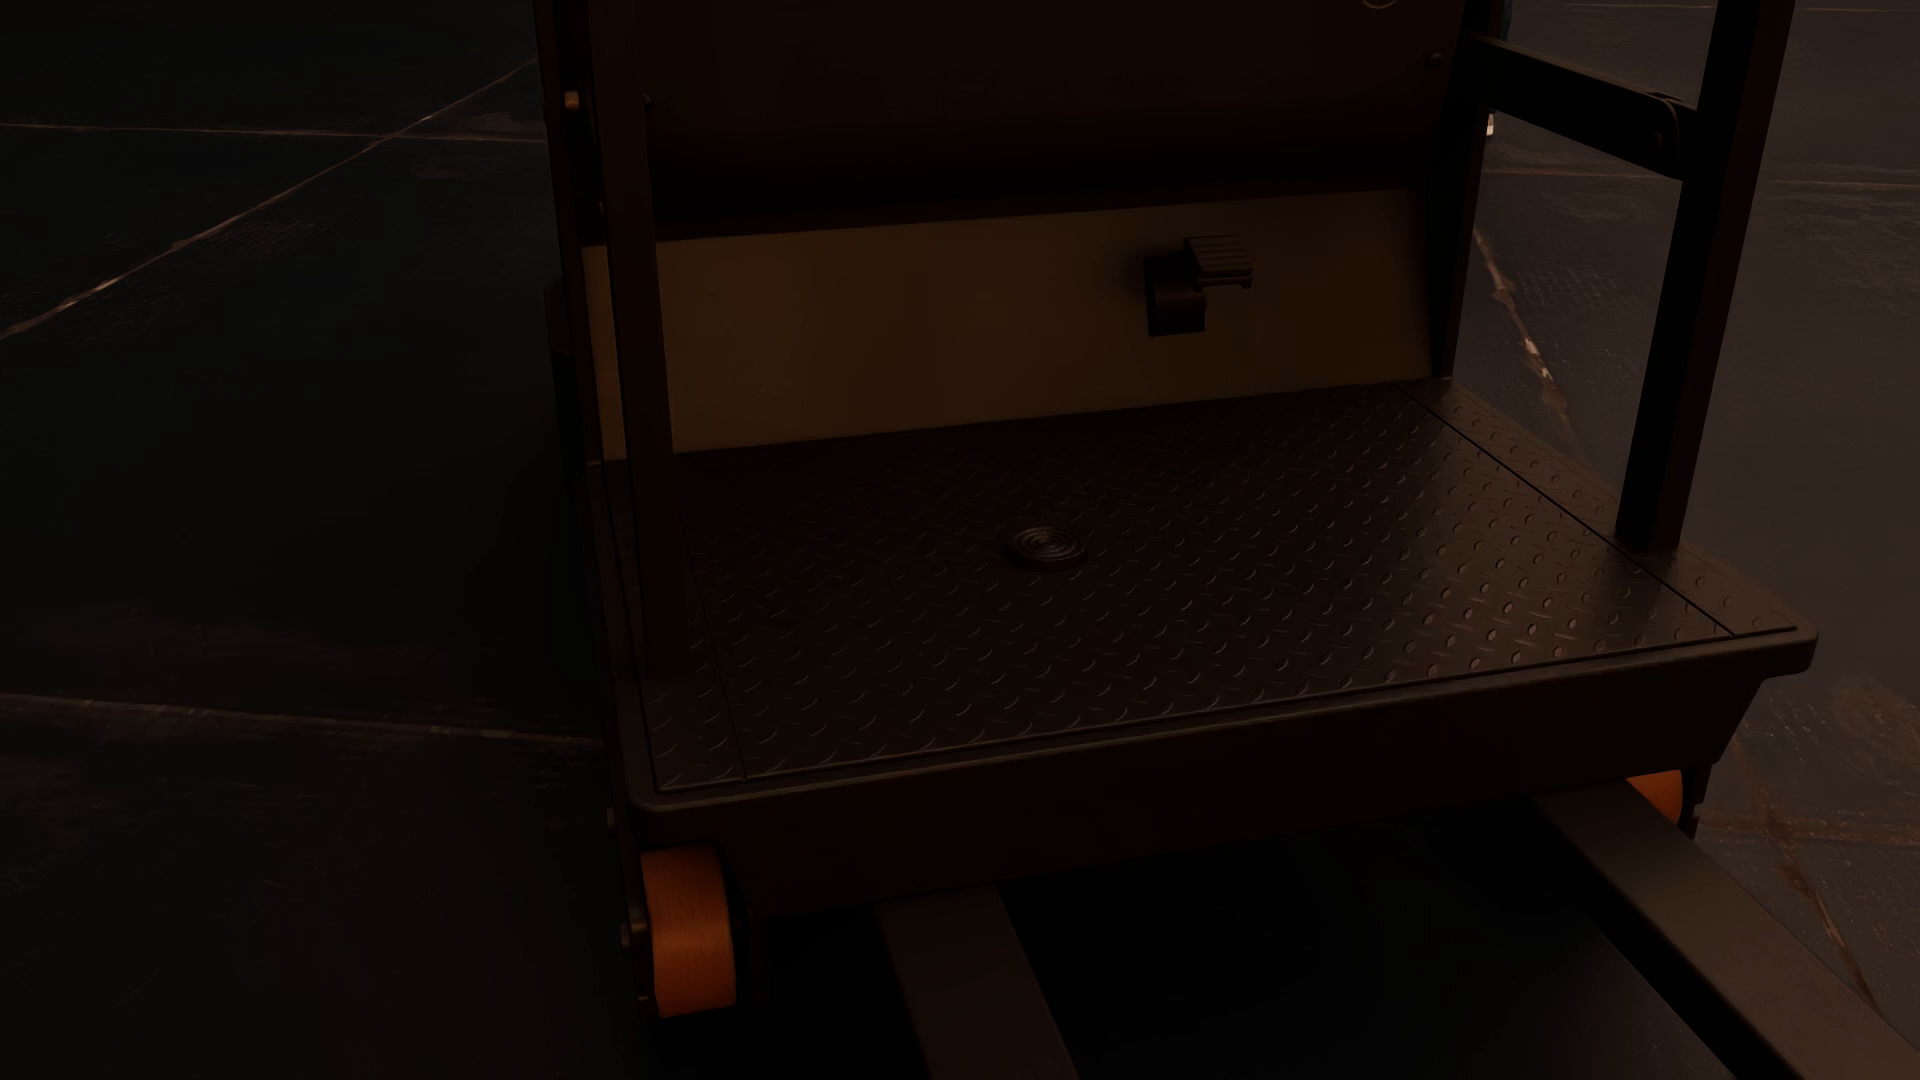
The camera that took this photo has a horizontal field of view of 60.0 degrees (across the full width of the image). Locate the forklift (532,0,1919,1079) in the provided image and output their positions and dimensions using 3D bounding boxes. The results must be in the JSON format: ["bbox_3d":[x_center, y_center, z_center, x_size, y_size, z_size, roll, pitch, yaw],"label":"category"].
[{"bbox_3d":[0.153,-1.049,1.319,1.130,2.935,3.031,-7,27,-13],"label":"forklift"}]

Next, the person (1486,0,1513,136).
[{"bbox_3d":[1.458,-1.929,4.649,0.512,1.594,0.454,2,27,4],"label":"person"}]
